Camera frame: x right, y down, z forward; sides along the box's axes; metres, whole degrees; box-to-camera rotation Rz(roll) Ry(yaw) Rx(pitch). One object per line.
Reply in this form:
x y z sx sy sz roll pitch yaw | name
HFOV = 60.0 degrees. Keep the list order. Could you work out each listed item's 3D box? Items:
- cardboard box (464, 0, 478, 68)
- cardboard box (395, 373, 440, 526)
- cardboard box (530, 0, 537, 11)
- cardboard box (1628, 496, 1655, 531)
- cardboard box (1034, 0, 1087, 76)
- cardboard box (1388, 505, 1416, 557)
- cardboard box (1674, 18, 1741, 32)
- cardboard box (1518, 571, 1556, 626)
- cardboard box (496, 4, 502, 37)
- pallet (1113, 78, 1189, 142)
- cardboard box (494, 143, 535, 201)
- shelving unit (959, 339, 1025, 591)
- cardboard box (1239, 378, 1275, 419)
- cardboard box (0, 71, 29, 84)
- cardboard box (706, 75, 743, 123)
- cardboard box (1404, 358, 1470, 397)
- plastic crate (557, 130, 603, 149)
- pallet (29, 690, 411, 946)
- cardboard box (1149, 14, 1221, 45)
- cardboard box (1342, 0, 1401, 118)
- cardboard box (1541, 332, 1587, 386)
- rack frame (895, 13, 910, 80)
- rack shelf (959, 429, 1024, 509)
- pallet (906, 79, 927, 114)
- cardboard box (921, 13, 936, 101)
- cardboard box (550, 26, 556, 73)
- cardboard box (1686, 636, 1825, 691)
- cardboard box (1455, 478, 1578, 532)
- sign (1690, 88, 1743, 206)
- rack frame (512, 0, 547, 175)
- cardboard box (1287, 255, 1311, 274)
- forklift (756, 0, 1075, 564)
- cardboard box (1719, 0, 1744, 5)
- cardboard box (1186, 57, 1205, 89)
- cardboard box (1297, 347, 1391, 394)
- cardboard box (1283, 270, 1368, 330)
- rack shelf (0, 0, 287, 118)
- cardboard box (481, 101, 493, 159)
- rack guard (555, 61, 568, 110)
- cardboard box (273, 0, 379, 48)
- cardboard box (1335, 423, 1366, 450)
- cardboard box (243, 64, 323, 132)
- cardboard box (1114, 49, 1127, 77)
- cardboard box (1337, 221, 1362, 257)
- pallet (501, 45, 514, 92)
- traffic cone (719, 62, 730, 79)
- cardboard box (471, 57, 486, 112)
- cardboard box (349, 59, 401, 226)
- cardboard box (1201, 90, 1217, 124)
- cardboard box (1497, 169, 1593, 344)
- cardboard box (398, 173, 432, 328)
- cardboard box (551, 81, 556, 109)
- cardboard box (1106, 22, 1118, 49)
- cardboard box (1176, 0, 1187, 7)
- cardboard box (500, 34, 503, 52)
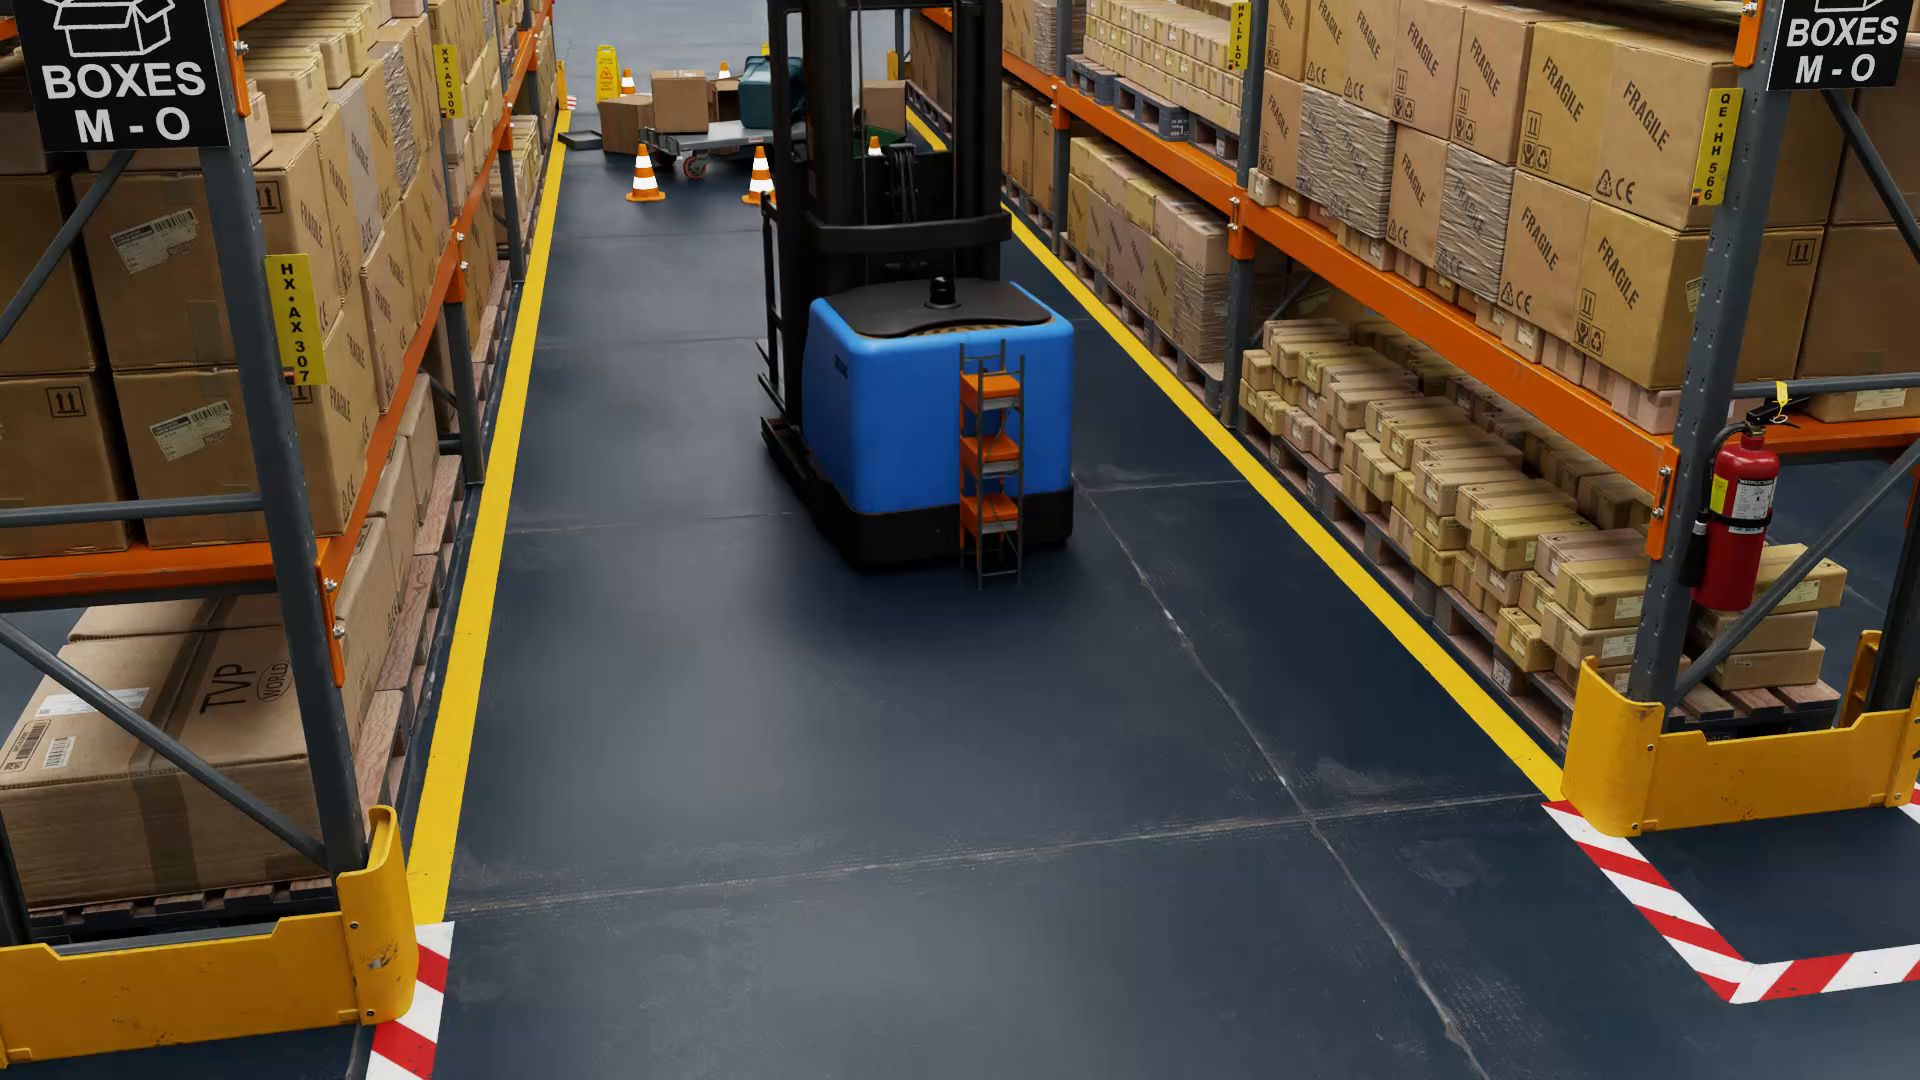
-3.011 -2.931 9.339 0.500 0.500 0.500 -5 24 -11 | cardboard box
-2.888 -0.398 7.589 0.875 0.438 0.875 -5 24 -11 | cardboard box
-4.185 -5.157 15.313 0.500 0.500 0.500 -4 24 -10 | cardboard box
2.834 -0.065 6.445 0.380 0.149 0.250 -4 24 -10 | cardboard box
0.861 -3.817 12.617 0.500 0.500 0.500 -4 24 -10 | cardboard box
2.076 -0.049 7.153 0.380 0.149 0.250 -4 24 -9 | cardboard box
2.766 -1.502 5.695 0.500 0.500 0.500 -4 24 -8 | cardboard box
2.314 0.217 6.170 0.380 0.149 0.250 -5 24 -11 | cardboard box
-3.494 -3.776 11.627 0.500 0.500 0.500 -5 24 -11 | cardboard box
1.614 -2.750 10.539 1.003 0.211 1.213 -4 24 -10 | pallet
-4.012 -3.007 13.646 0.950 0.372 0.625 -4 24 -8 | cardboard box
0.134 -0.318 7.166 0.215 1.050 0.252 -7 25 -16 | shelving unit
1.699 -0.759 8.778 0.380 0.149 0.250 -5 24 -12 | cardboard box
-2.623 -1.182 4.524 0.380 0.149 0.250 -5 24 -10 | cardboard box
-2.304 -4.707 17.898 0.637 0.503 0.797 18 29 36 | cardboard box
2.380 -0.776 8.072 0.380 0.149 0.250 -4 24 -8 | cardboard box
-3.862 -4.121 17.086 0.402 0.080 0.583 -13 27 -28 | plastic crate
-2.383 0.908 5.407 1.003 0.211 1.213 -4 24 -10 | pallet
1.390 -3.152 10.266 0.380 0.149 0.250 -5 24 -10 | cardboard box
1.965 -2.082 7.023 0.500 0.500 0.500 -4 24 -9 | cardboard box
2.279 -0.657 5.821 0.380 0.149 0.250 -5 24 -10 | cardboard box
-0.271 -6.760 19.481 1.000 3.000 0.127 -4 24 -10 | rack frame
0.134 -0.308 7.170 0.215 0.259 0.240 -7 25 -16 | rack shelf
-0.047 -5.174 19.333 1.003 0.211 1.213 -4 24 -10 | pallet
0.084 -5.371 18.431 0.875 0.875 0.875 -5 24 -11 | cardboard box
-4.713 -5.335 18.190 0.500 0.500 0.500 -4 24 -9 | cardboard box
2.905 0.417 6.084 0.380 0.149 0.250 -4 24 -9 | cardboard box
2.192 -0.117 6.565 0.380 0.149 0.250 -5 24 -12 | cardboard box
2.138 -1.109 4.701 0.100 0.325 0.005 -4 24 -10 | sign
-4.378 -4.781 14.949 1.000 3.000 0.127 -4 24 -10 | rack frame
2.071 -1.741 9.650 0.500 0.250 0.500 -5 24 -12 | cardboard box
-0.422 -1.799 8.208 1.130 2.935 3.031 -7 25 -16 | forklift
5.924 -3.776 12.522 0.500 0.500 0.500 -4 24 -8 | cardboard box
1.532 -2.704 9.612 0.380 0.149 0.250 -5 24 -11 | cardboard box
1.896 -0.840 8.219 0.380 0.149 0.250 -5 24 -10 | cardboard box
2.072 -1.398 9.801 0.500 0.500 0.500 -3 24 -8 | cardboard box
-2.528 -1.893 5.487 1.077 0.370 4.000 -4 24 -10 | rack shelf
-2.980 -2.362 9.597 0.500 0.250 0.500 -5 24 -11 | cardboard box
-5.103 -5.179 18.983 1.175 0.500 0.348 -4 24 -10 | rack guard
-2.404 -1.933 6.244 0.380 0.149 0.250 -4 24 -10 | cardboard box
1.991 -0.494 7.799 0.380 0.149 0.250 -3 24 -7 | cardboard box
-2.006 -1.231 4.636 0.380 0.149 0.250 -4 24 -8 | cardboard box
1.244 -3.182 11.078 0.380 0.149 0.250 -3 24 -7 | cardboard box
1.927 -1.381 7.478 0.380 0.149 0.250 -4 24 -9 | cardboard box
-3.874 -3.392 12.009 1.213 0.211 1.003 -4 24 -10 | pallet
-2.742 -5.334 19.385 0.336 0.463 0.334 -4 24 -10 | traffic cone
-2.989 -2.591 9.497 0.500 0.250 0.500 -5 24 -11 | cardboard box
-2.266 -1.376 5.778 0.500 0.500 0.500 -4 24 -10 | cardboard box
1.587 -2.460 9.423 0.380 0.149 0.250 -4 24 -10 | cardboard box
2.261 -1.010 5.818 0.500 0.500 0.500 -5 24 -11 | cardboard box
-2.353 -1.118 6.437 0.500 0.500 0.500 -5 24 -11 | cardboard box
-4.615 -4.784 17.867 0.500 0.250 0.500 -4 24 -10 | cardboard box
1.205 -3.411 11.230 0.380 0.149 0.250 -5 24 -11 | cardboard box
1.749 -3.805 11.760 0.380 0.149 0.250 -5 24 -12 | cardboard box
-3.540 -3.651 12.152 0.380 0.149 0.250 -6 24 -13 | cardboard box
